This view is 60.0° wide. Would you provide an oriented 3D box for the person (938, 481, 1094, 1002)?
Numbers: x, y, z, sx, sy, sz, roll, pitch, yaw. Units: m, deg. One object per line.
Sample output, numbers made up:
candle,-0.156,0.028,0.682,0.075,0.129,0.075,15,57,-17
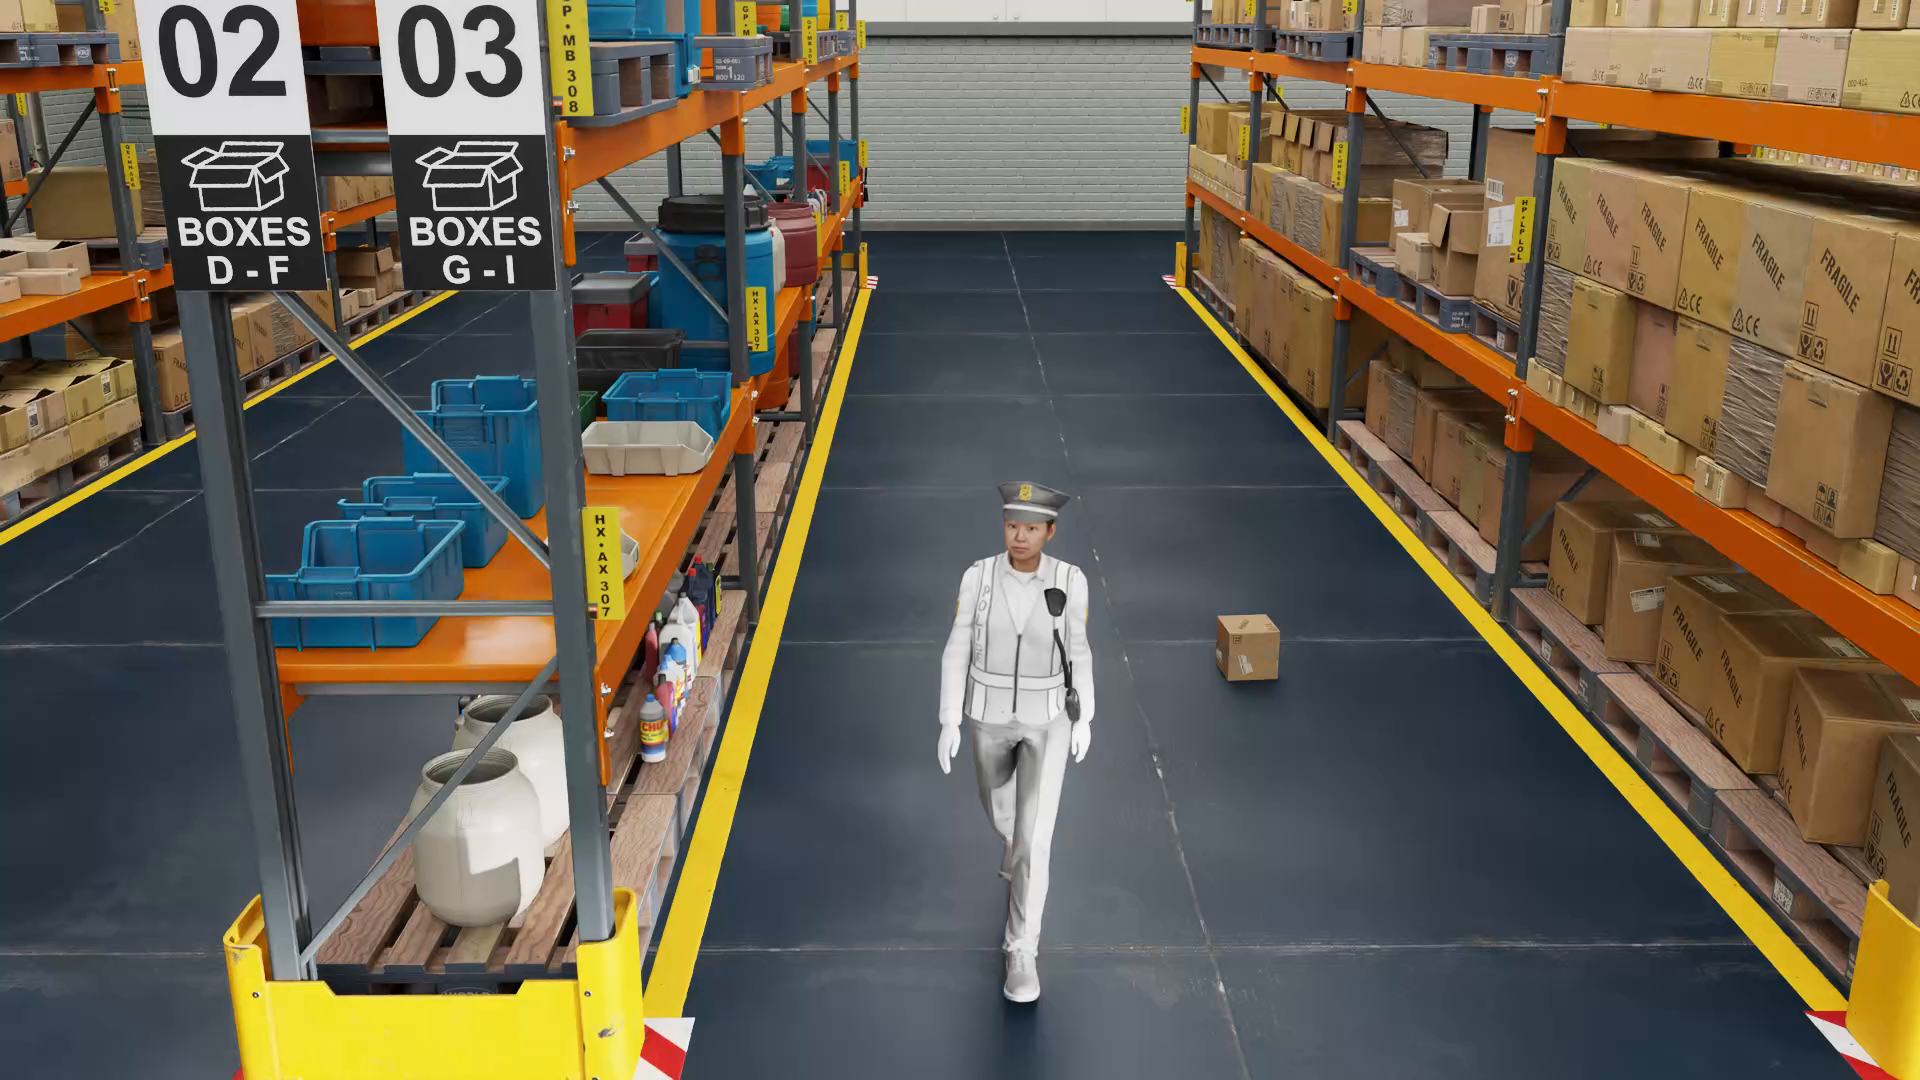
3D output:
person,0.189,0.585,5.590,0.503,1.642,0.962,3,18,10
